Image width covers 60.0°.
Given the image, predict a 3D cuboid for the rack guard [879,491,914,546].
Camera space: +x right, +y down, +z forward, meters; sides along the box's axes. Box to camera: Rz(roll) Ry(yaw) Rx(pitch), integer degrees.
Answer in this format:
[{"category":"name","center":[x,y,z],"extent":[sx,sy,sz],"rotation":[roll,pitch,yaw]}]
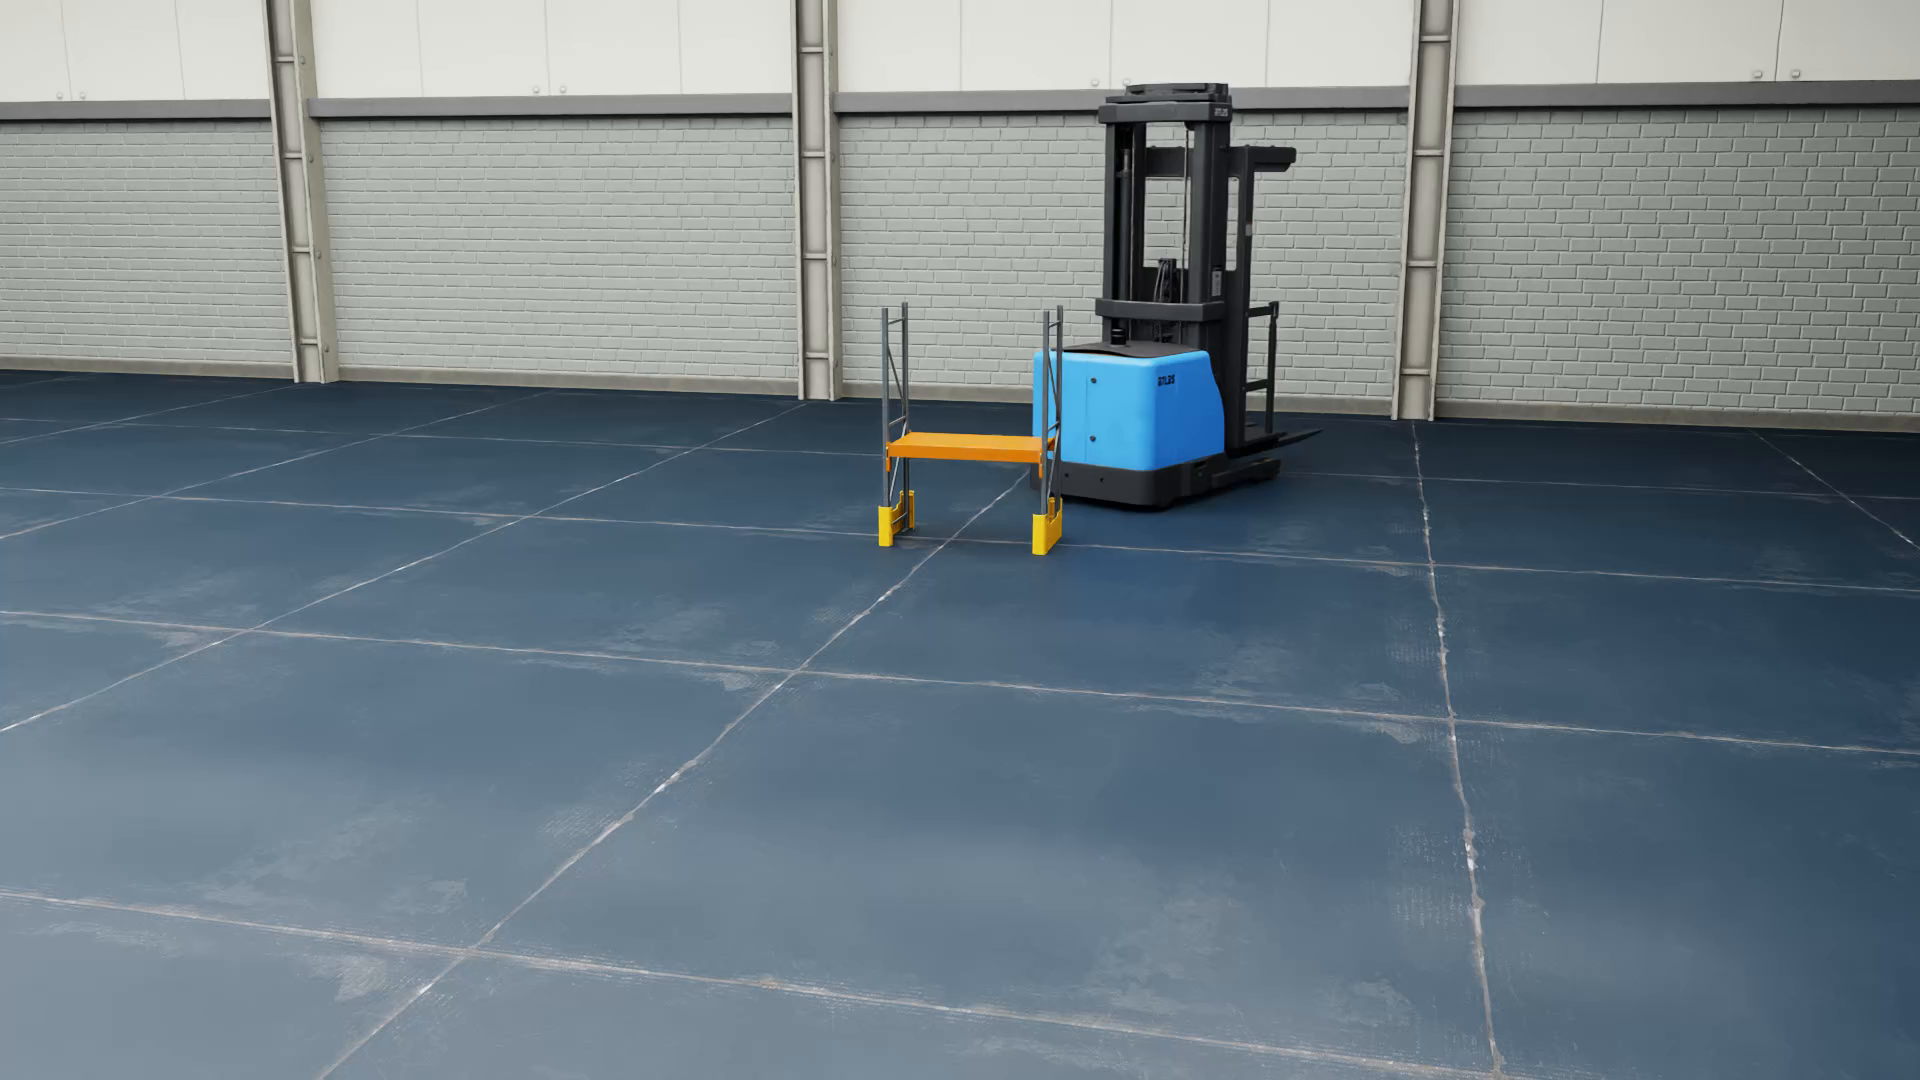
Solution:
[{"category":"rack guard","center":[-0.409,-0.144,10.805],"extent":[0.087,0.250,0.587],"rotation":[3,13,14]}]

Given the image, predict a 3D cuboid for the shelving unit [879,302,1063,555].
[{"category":"shelving unit","center":[0.074,-0.728,10.553],"extent":[1.083,1.500,0.587],"rotation":[3,13,14]}]

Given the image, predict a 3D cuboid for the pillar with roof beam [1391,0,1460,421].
[{"category":"pillar with roof beam","center":[3.334,-4.668,10.996],"extent":[0.400,9.000,9.100],"rotation":[3,13,14]}]

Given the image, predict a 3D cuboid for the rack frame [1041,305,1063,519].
[{"category":"rack frame","center":[0.576,-0.701,10.432],"extent":[0.032,1.500,0.500],"rotation":[3,13,14]}]

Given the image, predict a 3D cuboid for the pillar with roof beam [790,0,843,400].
[{"category":"pillar with roof beam","center":[-2.491,-4.979,12.399],"extent":[0.400,9.000,9.100],"rotation":[3,13,14]}]

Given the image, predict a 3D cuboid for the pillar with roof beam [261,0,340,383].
[{"category":"pillar with roof beam","center":[-8.316,-5.290,13.802],"extent":[0.400,9.000,9.100],"rotation":[3,13,14]}]

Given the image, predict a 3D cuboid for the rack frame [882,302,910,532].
[{"category":"rack frame","center":[-0.411,-0.754,10.670],"extent":[0.032,1.500,0.500],"rotation":[3,13,14]}]

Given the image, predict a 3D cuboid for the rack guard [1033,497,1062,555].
[{"category":"rack guard","center":[0.558,-0.092,10.572],"extent":[0.087,0.250,0.587],"rotation":[3,13,14]}]

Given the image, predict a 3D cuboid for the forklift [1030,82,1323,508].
[{"category":"forklift","center":[1.818,-1.919,12.618],"extent":[1.130,2.935,3.031],"rotation":[10,16,37]}]

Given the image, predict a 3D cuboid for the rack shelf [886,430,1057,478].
[{"category":"rack shelf","center":[0.083,-0.552,10.590],"extent":[1.000,0.185,0.538],"rotation":[3,13,14]}]
